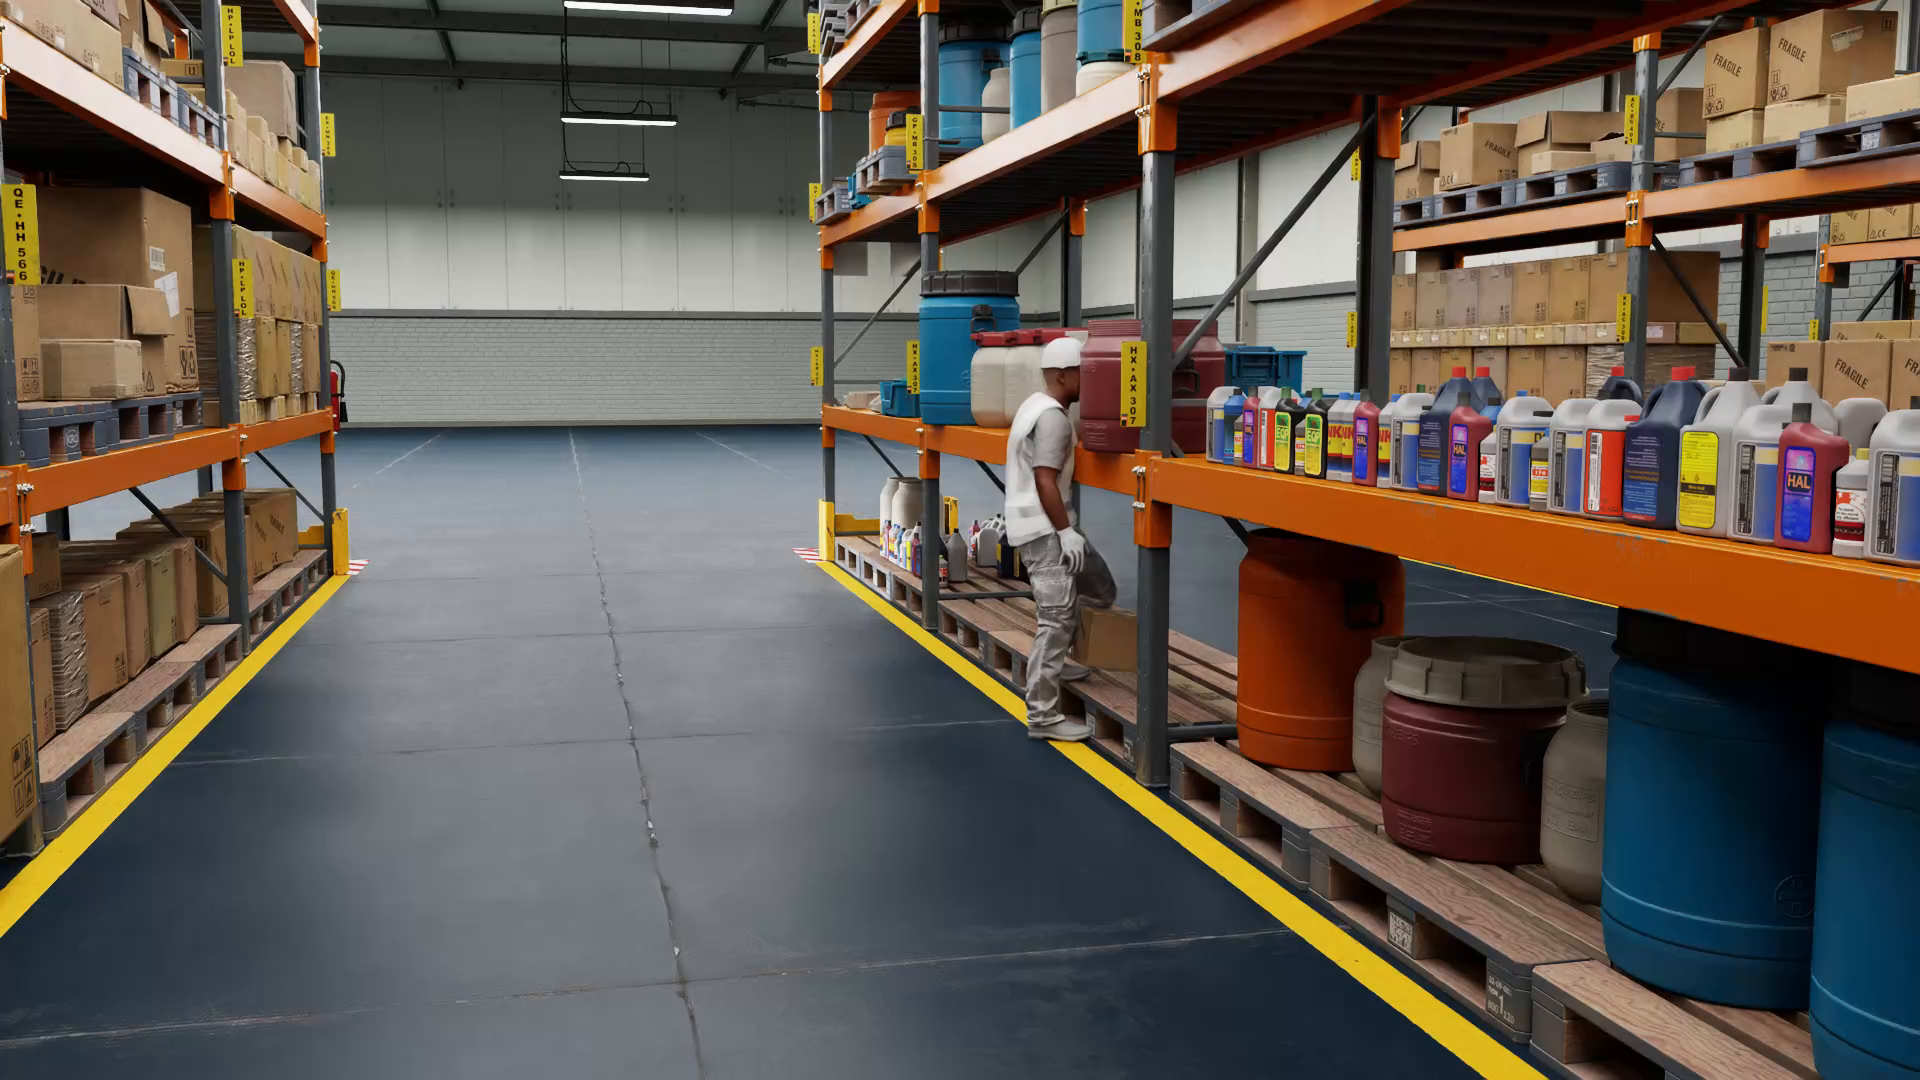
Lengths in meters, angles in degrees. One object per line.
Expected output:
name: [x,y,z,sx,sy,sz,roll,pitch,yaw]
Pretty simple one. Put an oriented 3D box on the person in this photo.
person: [0.460,-0.016,7.484,0.520,1.777,0.581,0,6,1]
